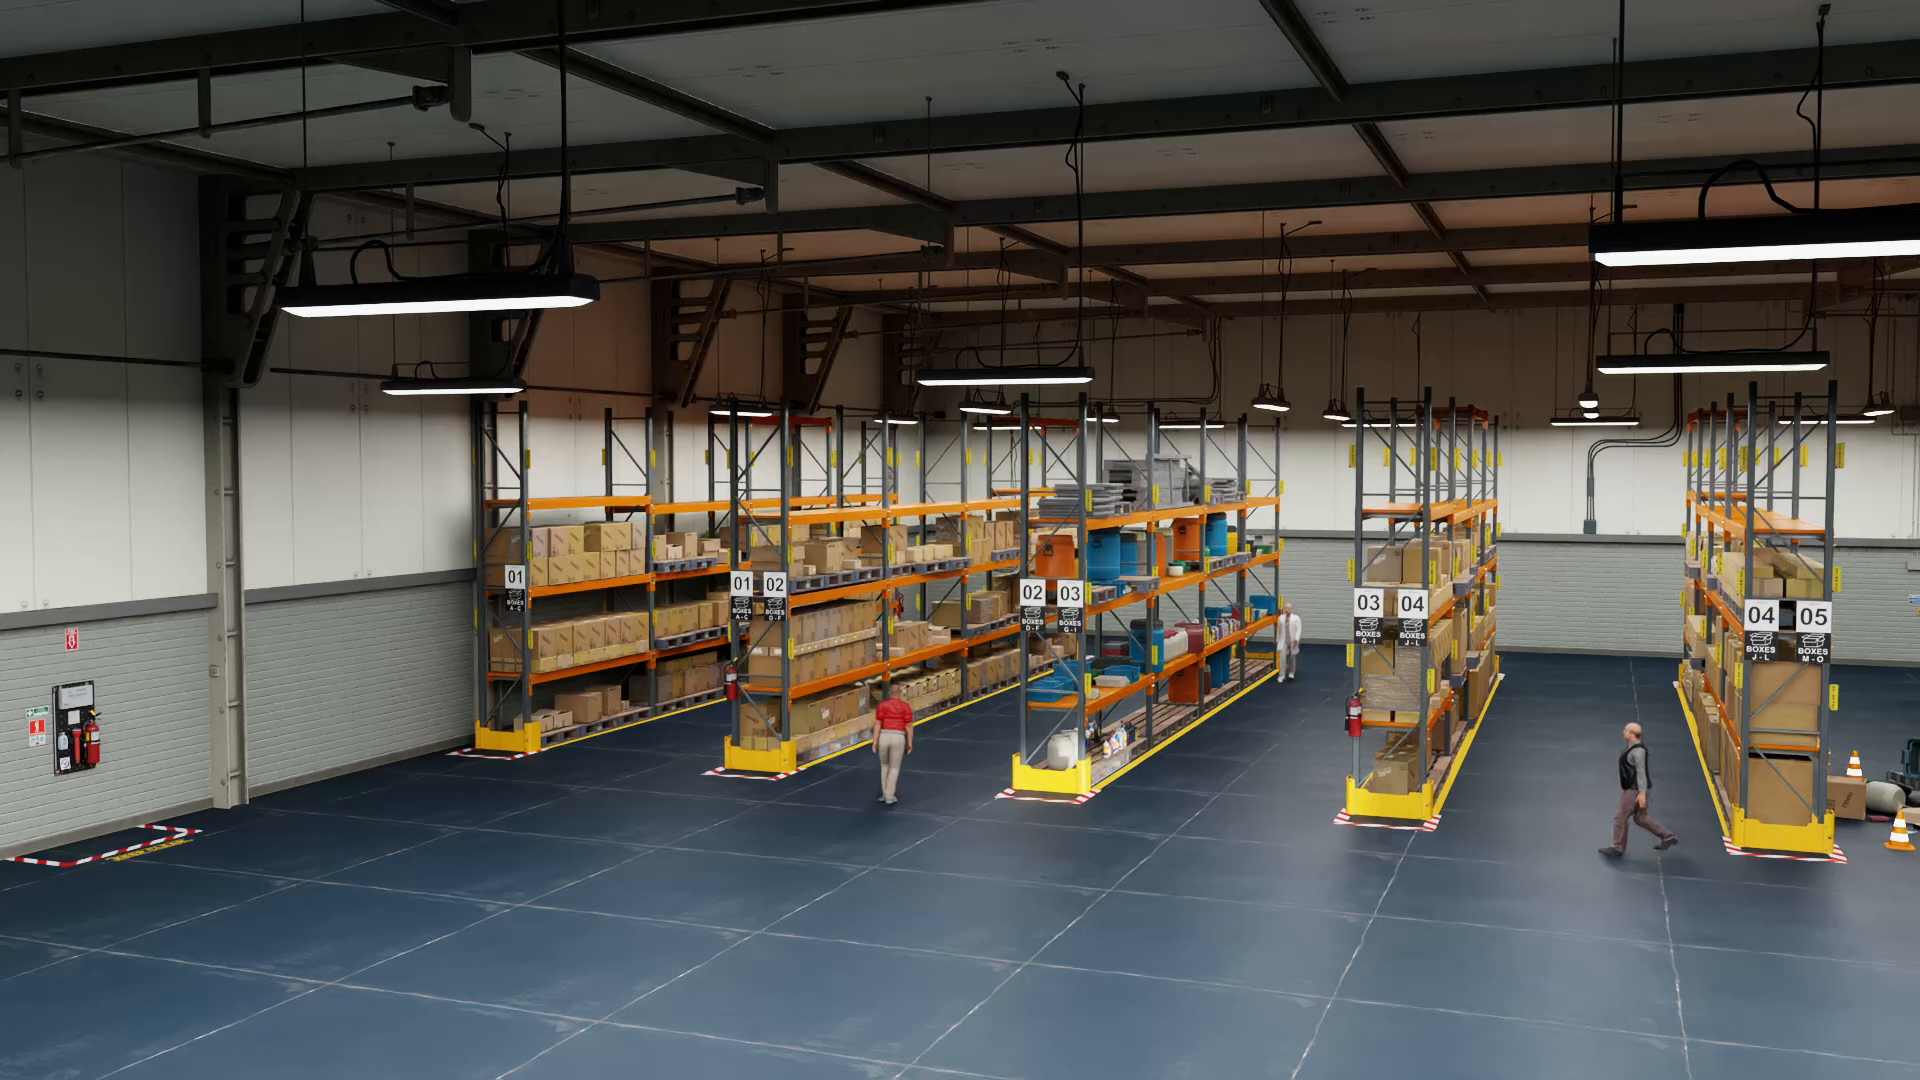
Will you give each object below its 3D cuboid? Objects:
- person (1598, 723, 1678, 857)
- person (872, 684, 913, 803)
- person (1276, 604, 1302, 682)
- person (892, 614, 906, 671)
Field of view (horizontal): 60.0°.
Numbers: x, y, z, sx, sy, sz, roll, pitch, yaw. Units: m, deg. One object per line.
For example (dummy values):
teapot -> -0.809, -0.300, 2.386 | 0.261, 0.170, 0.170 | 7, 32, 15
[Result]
person -> 8.530, 3.136, 20.885 | 0.964, 1.689, 0.558 | 1, 3, 14
person -> -0.974, 2.995, 24.215 | 0.559, 1.785, 0.599 | 1, 3, 14
person -> 7.389, 2.294, 37.368 | 0.563, 1.717, 1.114 | 1, 3, 11
person -> -1.346, 2.415, 36.940 | 0.566, 1.587, 0.703 | 2, 3, 33
